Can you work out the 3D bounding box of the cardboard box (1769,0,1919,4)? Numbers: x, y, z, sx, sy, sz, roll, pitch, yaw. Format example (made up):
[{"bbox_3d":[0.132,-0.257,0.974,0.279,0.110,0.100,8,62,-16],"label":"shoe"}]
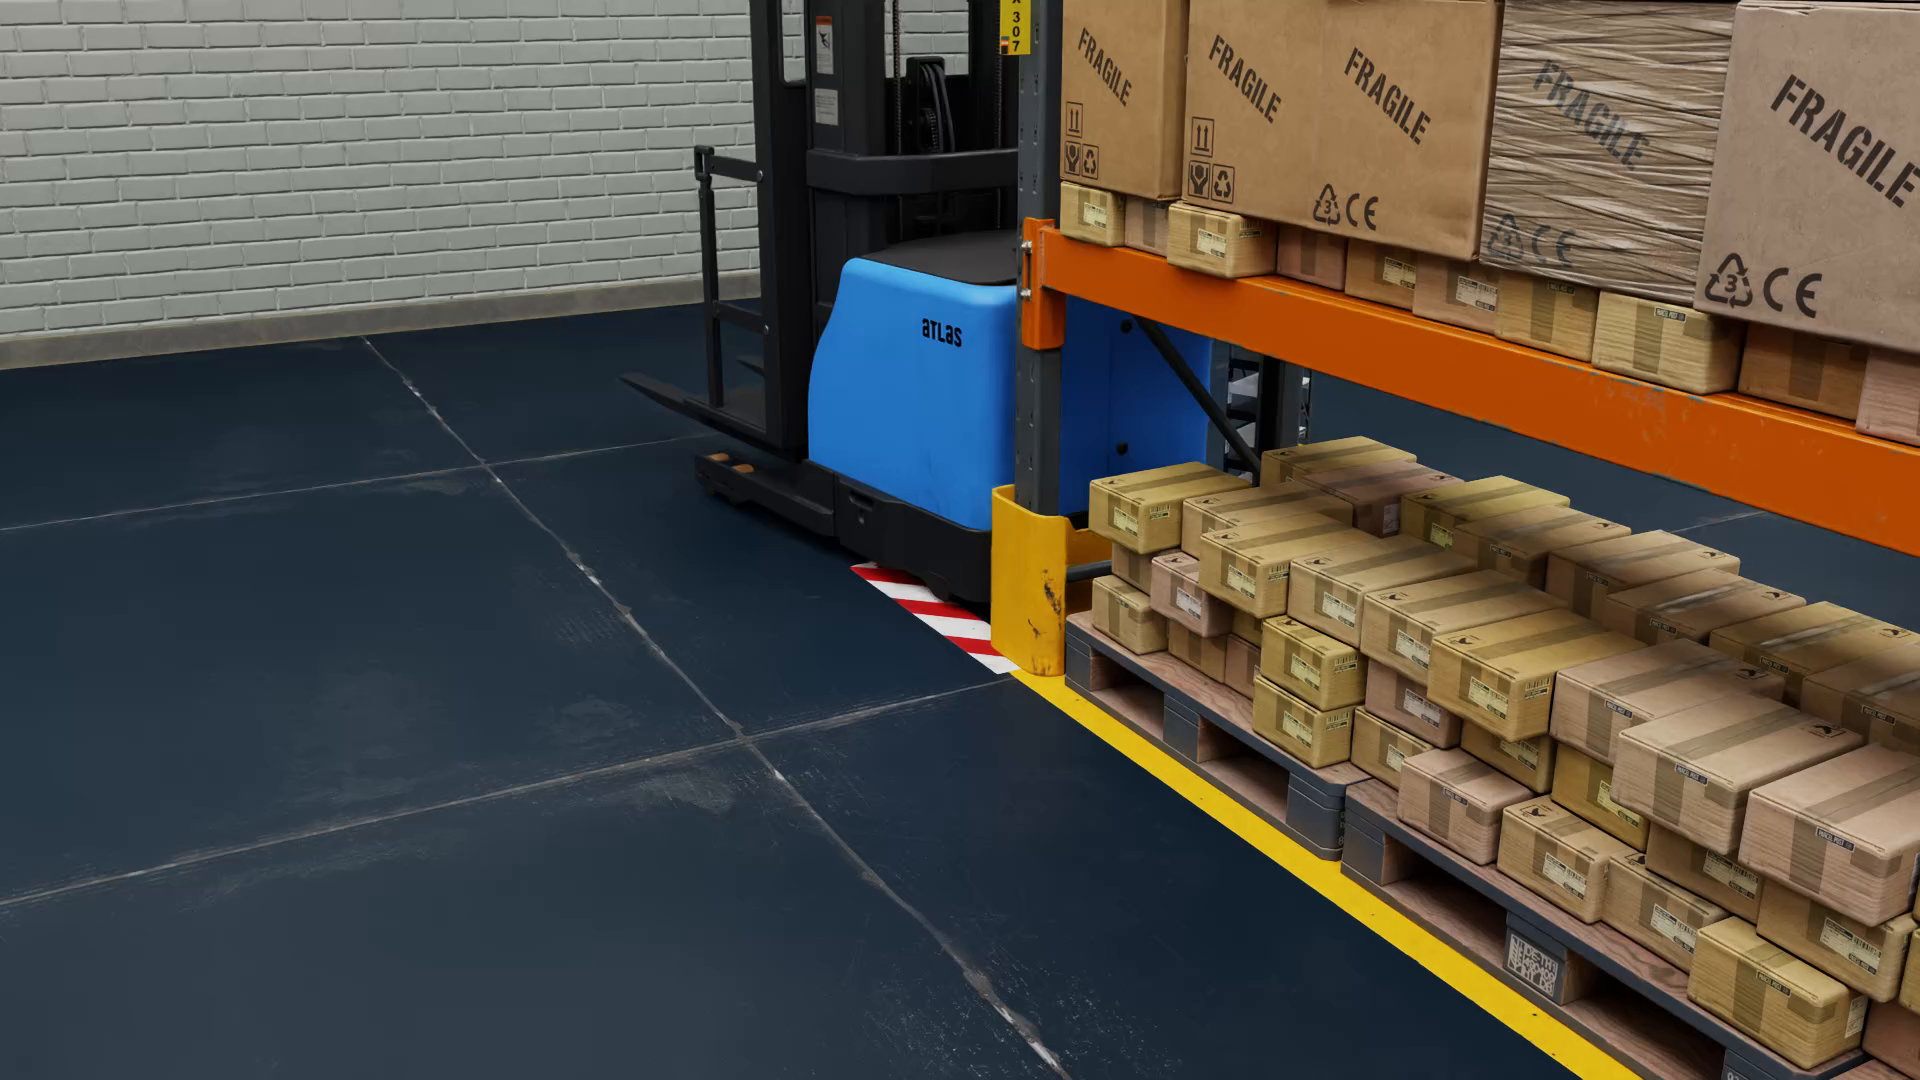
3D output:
[{"bbox_3d":[1.590,-1.066,2.480,0.500,0.500,0.500,-9,21,-25],"label":"cardboard box"}]

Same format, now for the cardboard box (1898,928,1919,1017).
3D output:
[{"bbox_3d":[1.787,0.715,2.733,0.380,0.149,0.250,-10,21,-26],"label":"cardboard box"}]

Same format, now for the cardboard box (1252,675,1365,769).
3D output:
[{"bbox_3d":[0.945,0.408,4.076,0.380,0.149,0.250,-10,21,-26],"label":"cardboard box"}]

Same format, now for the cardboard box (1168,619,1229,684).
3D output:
[{"bbox_3d":[0.796,0.248,4.542,0.380,0.149,0.250,-10,21,-27],"label":"cardboard box"}]

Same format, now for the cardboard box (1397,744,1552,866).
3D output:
[{"bbox_3d":[1.191,0.552,3.661,0.380,0.149,0.250,-11,22,-29],"label":"cardboard box"}]

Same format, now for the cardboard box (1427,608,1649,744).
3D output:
[{"bbox_3d":[1.224,0.282,3.531,0.380,0.149,0.250,-10,21,-26],"label":"cardboard box"}]

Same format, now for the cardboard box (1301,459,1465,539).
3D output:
[{"bbox_3d":[1.175,-0.102,4.644,0.380,0.149,0.250,-10,21,-26],"label":"cardboard box"}]

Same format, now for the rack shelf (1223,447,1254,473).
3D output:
[{"bbox_3d":[1.086,-0.269,5.909,0.200,0.077,0.258,14,23,35],"label":"rack shelf"}]

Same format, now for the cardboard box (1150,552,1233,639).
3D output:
[{"bbox_3d":[0.735,0.122,4.450,0.380,0.149,0.250,-10,21,-27],"label":"cardboard box"}]

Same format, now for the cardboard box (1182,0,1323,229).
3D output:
[{"bbox_3d":[0.879,-1.030,3.910,0.500,0.500,0.500,-10,21,-27],"label":"cardboard box"}]

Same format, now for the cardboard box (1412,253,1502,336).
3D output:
[{"bbox_3d":[1.179,-0.539,3.480,0.380,0.149,0.250,-10,22,-28],"label":"cardboard box"}]

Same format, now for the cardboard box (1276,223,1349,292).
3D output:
[{"bbox_3d":[0.979,-0.696,3.935,0.380,0.149,0.250,-9,21,-24],"label":"cardboard box"}]

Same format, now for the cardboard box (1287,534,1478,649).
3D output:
[{"bbox_3d":[1.016,0.118,4.005,0.380,0.149,0.250,-11,22,-29],"label":"cardboard box"}]

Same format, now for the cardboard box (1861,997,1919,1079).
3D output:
[{"bbox_3d":[1.795,0.826,2.866,0.380,0.149,0.250,-11,22,-28],"label":"cardboard box"}]

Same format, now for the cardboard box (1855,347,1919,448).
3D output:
[{"bbox_3d":[1.641,-0.237,2.604,0.380,0.149,0.250,-11,22,-29],"label":"cardboard box"}]

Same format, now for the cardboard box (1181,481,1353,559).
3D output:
[{"bbox_3d":[0.819,-0.032,4.442,0.380,0.149,0.250,-10,21,-26],"label":"cardboard box"}]

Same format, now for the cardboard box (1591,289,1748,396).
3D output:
[{"bbox_3d":[1.384,-0.380,3.020,0.380,0.149,0.250,-10,21,-26],"label":"cardboard box"}]

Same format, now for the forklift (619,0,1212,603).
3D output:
[{"bbox_3d":[-0.404,-1.600,6.276,1.130,2.935,3.031,-13,23,-34],"label":"forklift"}]

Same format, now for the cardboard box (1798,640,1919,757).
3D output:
[{"bbox_3d":[1.913,0.346,3.346,0.380,0.149,0.250,-11,22,-29],"label":"cardboard box"}]

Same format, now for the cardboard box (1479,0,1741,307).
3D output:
[{"bbox_3d":[1.348,-0.742,3.075,0.500,0.500,0.500,-11,22,-28],"label":"cardboard box"}]

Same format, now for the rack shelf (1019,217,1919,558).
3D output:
[{"bbox_3d":[1.582,-0.250,3.359,1.077,0.370,4.000,-10,21,-27],"label":"rack shelf"}]

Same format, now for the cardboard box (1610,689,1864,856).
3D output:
[{"bbox_3d":[1.450,0.427,3.109,0.380,0.149,0.250,-11,22,-29],"label":"cardboard box"}]

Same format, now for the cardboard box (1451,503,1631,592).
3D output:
[{"bbox_3d":[1.477,0.037,4.242,0.380,0.149,0.250,-11,22,-29],"label":"cardboard box"}]

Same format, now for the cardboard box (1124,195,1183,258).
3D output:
[{"bbox_3d":[0.655,-0.835,4.337,0.380,0.149,0.250,-9,21,-25],"label":"cardboard box"}]

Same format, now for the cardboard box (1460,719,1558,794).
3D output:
[{"bbox_3d":[1.331,0.402,3.638,0.380,0.149,0.250,-9,21,-24],"label":"cardboard box"}]

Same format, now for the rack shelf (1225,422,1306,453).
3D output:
[{"bbox_3d":[1.086,-0.354,5.880,0.200,0.077,0.258,14,23,35],"label":"rack shelf"}]

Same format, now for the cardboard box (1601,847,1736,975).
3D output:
[{"bbox_3d":[1.489,0.691,3.256,0.380,0.149,0.250,-10,21,-26],"label":"cardboard box"}]

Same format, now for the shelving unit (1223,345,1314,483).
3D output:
[{"bbox_3d":[1.086,-0.385,5.869,0.210,0.900,0.258,14,23,35],"label":"shelving unit"}]

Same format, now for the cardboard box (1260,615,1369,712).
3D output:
[{"bbox_3d":[0.956,0.269,4.024,0.380,0.149,0.250,-9,21,-25],"label":"cardboard box"}]

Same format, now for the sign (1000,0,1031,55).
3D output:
[{"bbox_3d":[0.155,-1.489,4.521,0.100,0.325,0.005,-10,21,-27],"label":"sign"}]

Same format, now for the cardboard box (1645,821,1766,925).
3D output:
[{"bbox_3d":[1.540,0.564,3.168,0.380,0.149,0.250,-11,22,-29],"label":"cardboard box"}]

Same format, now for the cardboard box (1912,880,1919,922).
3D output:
[{"bbox_3d":[1.798,0.566,2.706,0.380,0.149,0.250,-9,21,-25],"label":"cardboard box"}]

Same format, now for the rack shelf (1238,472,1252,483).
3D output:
[{"bbox_3d":[1.086,-0.184,5.938,0.200,0.077,0.258,14,23,35],"label":"rack shelf"}]

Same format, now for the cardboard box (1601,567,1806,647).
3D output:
[{"bbox_3d":[1.682,0.198,3.774,0.380,0.149,0.250,-11,22,-28],"label":"cardboard box"}]

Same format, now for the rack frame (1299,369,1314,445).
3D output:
[{"bbox_3d":[1.167,-0.365,5.810,0.006,0.900,0.240,14,23,35],"label":"rack frame"}]

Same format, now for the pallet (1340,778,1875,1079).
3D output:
[{"bbox_3d":[1.598,0.765,3.592,1.003,0.211,1.213,-10,21,-27],"label":"pallet"}]
